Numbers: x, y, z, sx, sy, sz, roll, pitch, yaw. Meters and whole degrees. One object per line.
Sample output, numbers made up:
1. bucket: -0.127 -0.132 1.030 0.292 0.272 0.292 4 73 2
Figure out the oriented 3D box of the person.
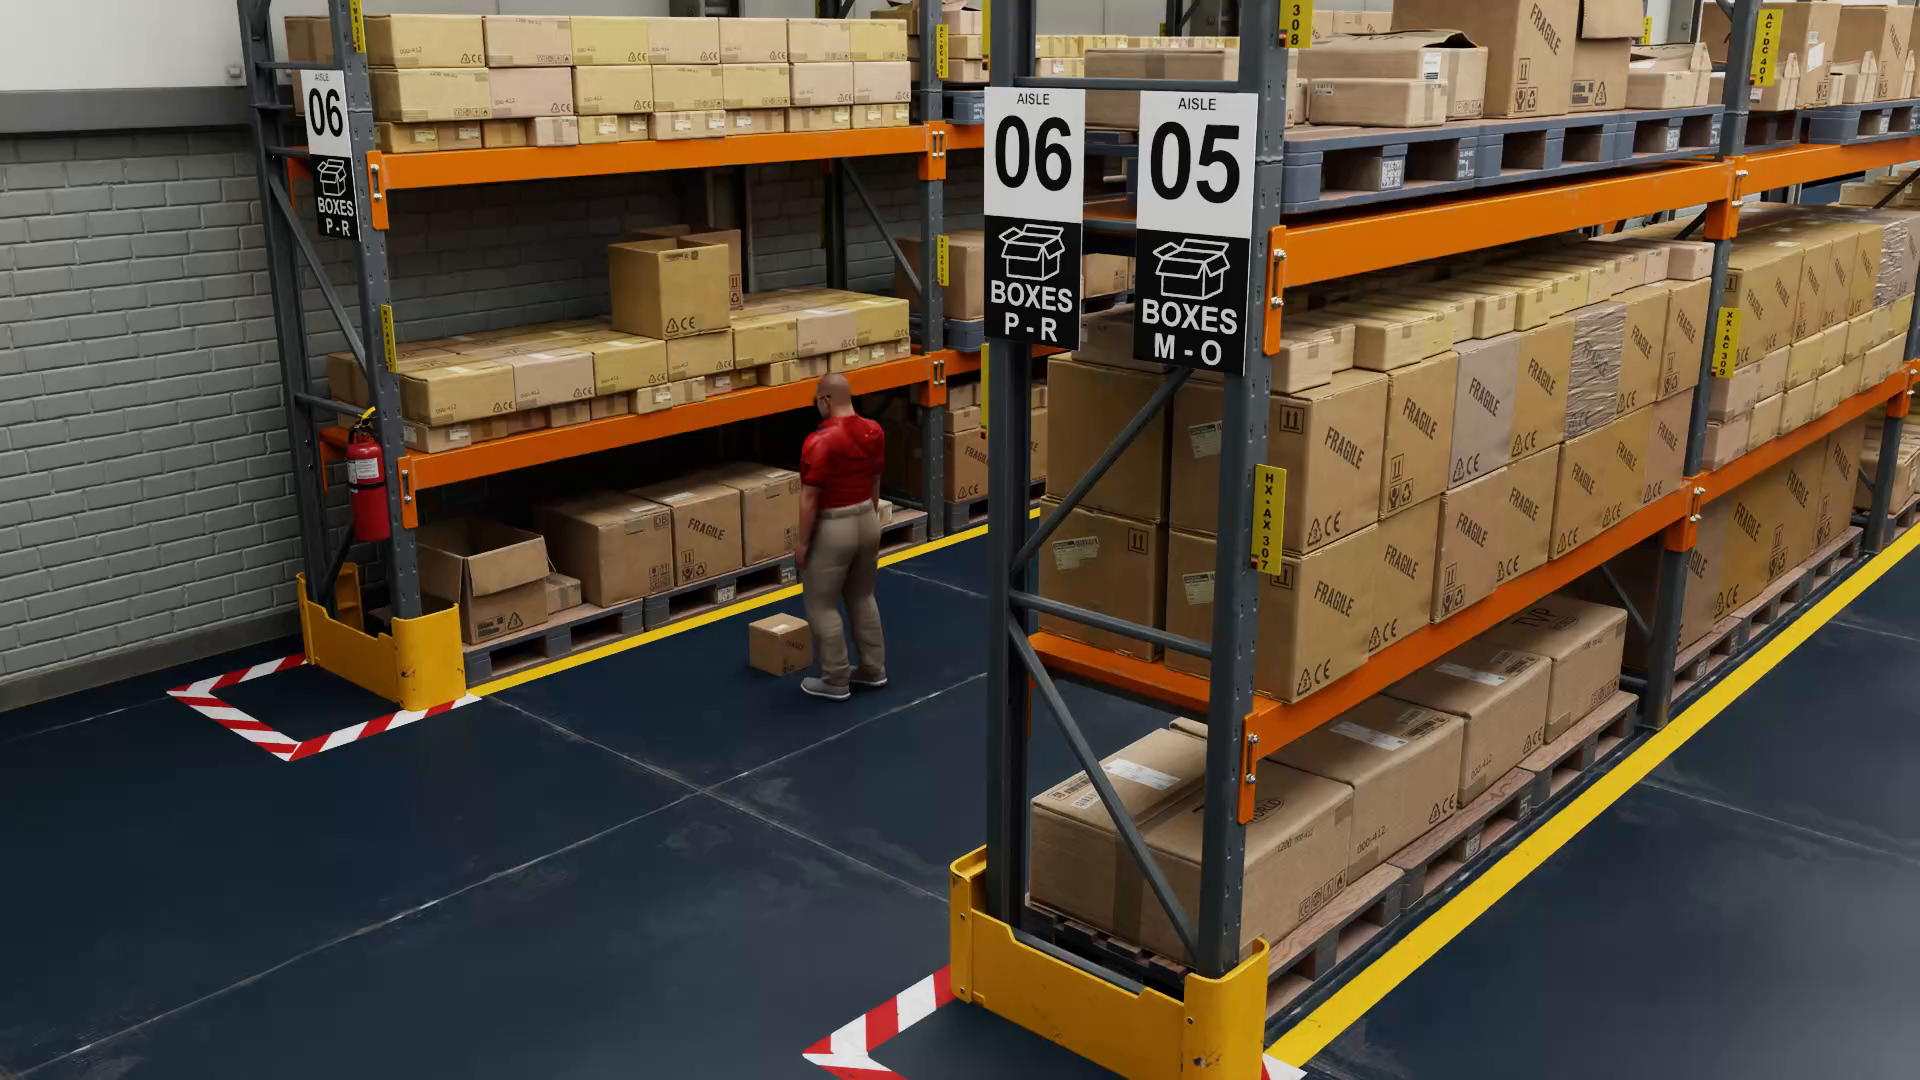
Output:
1. person: -0.643 -0.020 8.665 0.358 1.724 0.530 15 22 41
